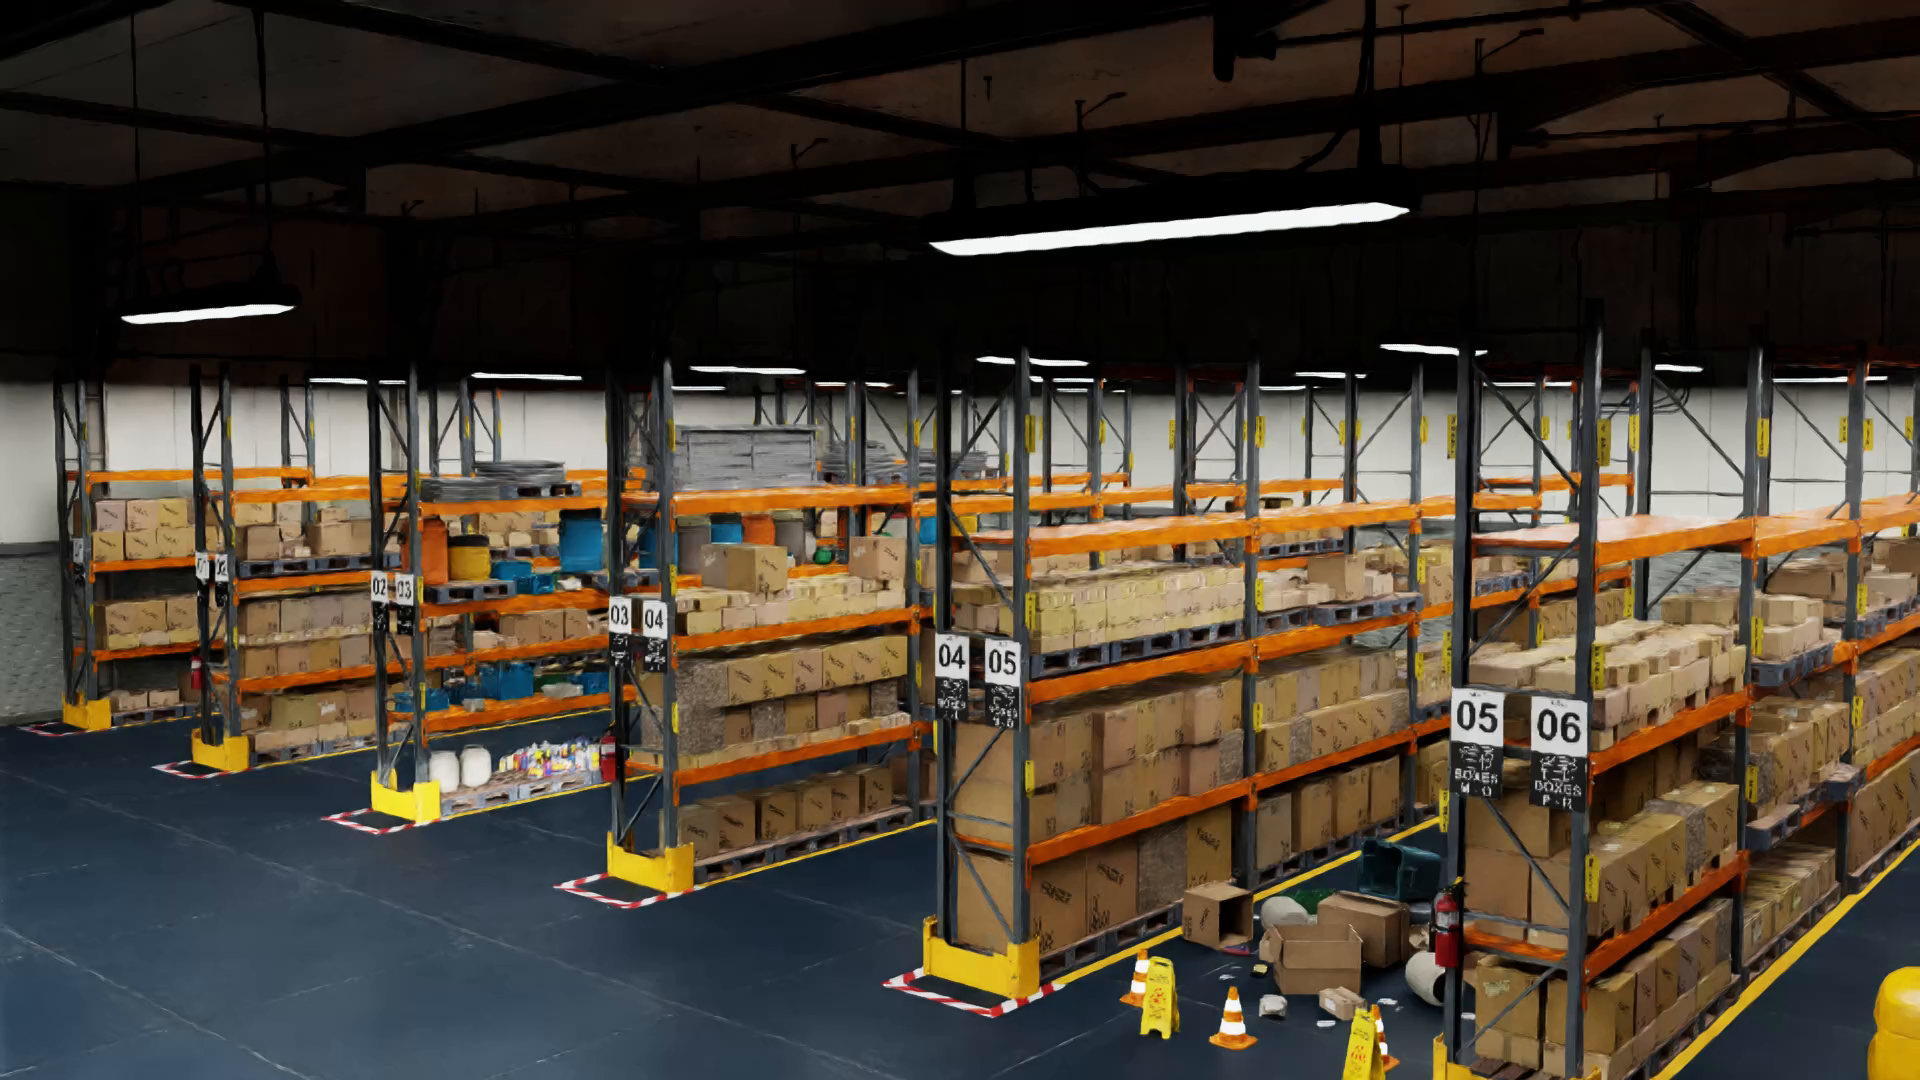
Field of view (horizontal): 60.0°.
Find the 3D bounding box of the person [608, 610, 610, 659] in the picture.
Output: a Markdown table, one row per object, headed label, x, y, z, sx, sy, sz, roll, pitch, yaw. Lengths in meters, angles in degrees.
| label | x | y | z | sx | sy | sz | roll | pitch | yaw |
| --- | --- | --- | --- | --- | --- | --- | --- | --- | --- |
| person | -6.750 | 1.899 | 33.035 | 0.476 | 1.746 | 0.593 | 1 | 4 | 10 |
